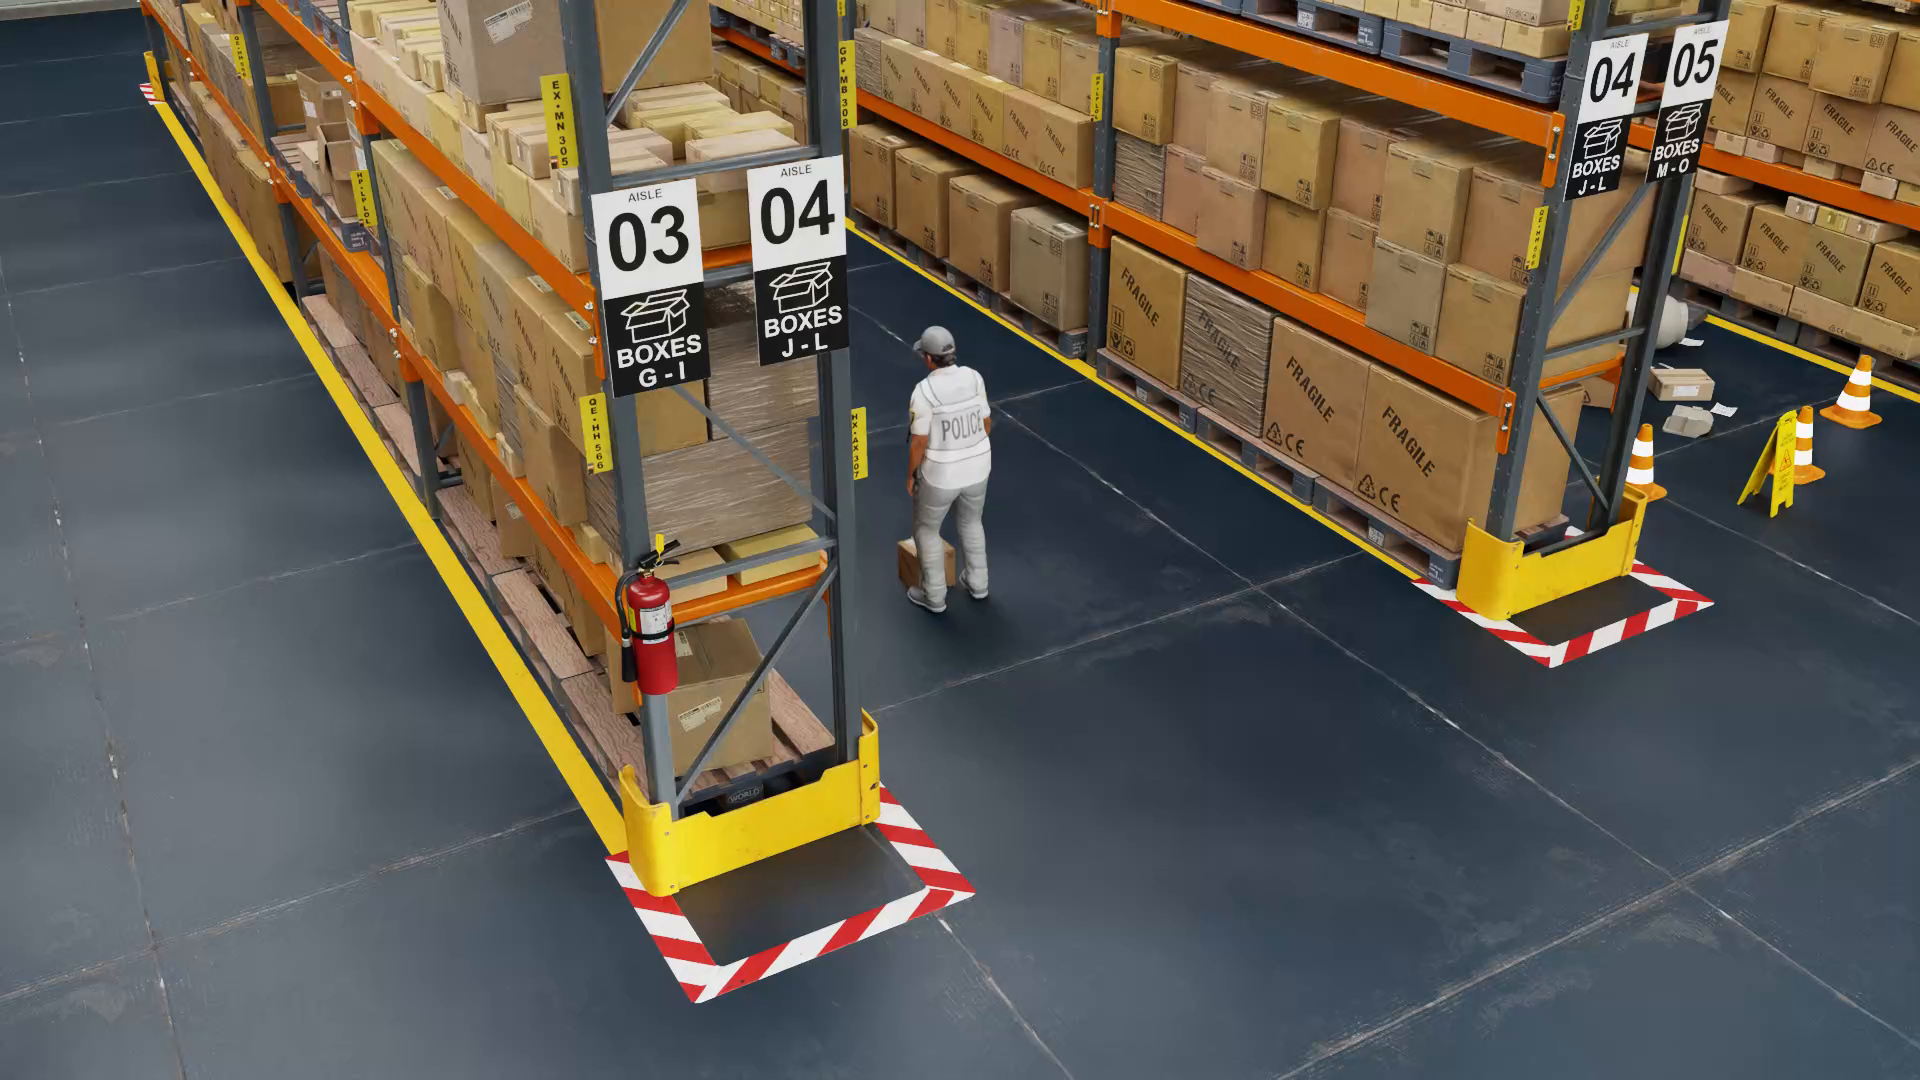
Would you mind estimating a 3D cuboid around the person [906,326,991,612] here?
[{"bbox_3d":[-0.067,-0.392,9.249,0.538,1.666,0.461,-17,33,-28],"label":"person"}]
